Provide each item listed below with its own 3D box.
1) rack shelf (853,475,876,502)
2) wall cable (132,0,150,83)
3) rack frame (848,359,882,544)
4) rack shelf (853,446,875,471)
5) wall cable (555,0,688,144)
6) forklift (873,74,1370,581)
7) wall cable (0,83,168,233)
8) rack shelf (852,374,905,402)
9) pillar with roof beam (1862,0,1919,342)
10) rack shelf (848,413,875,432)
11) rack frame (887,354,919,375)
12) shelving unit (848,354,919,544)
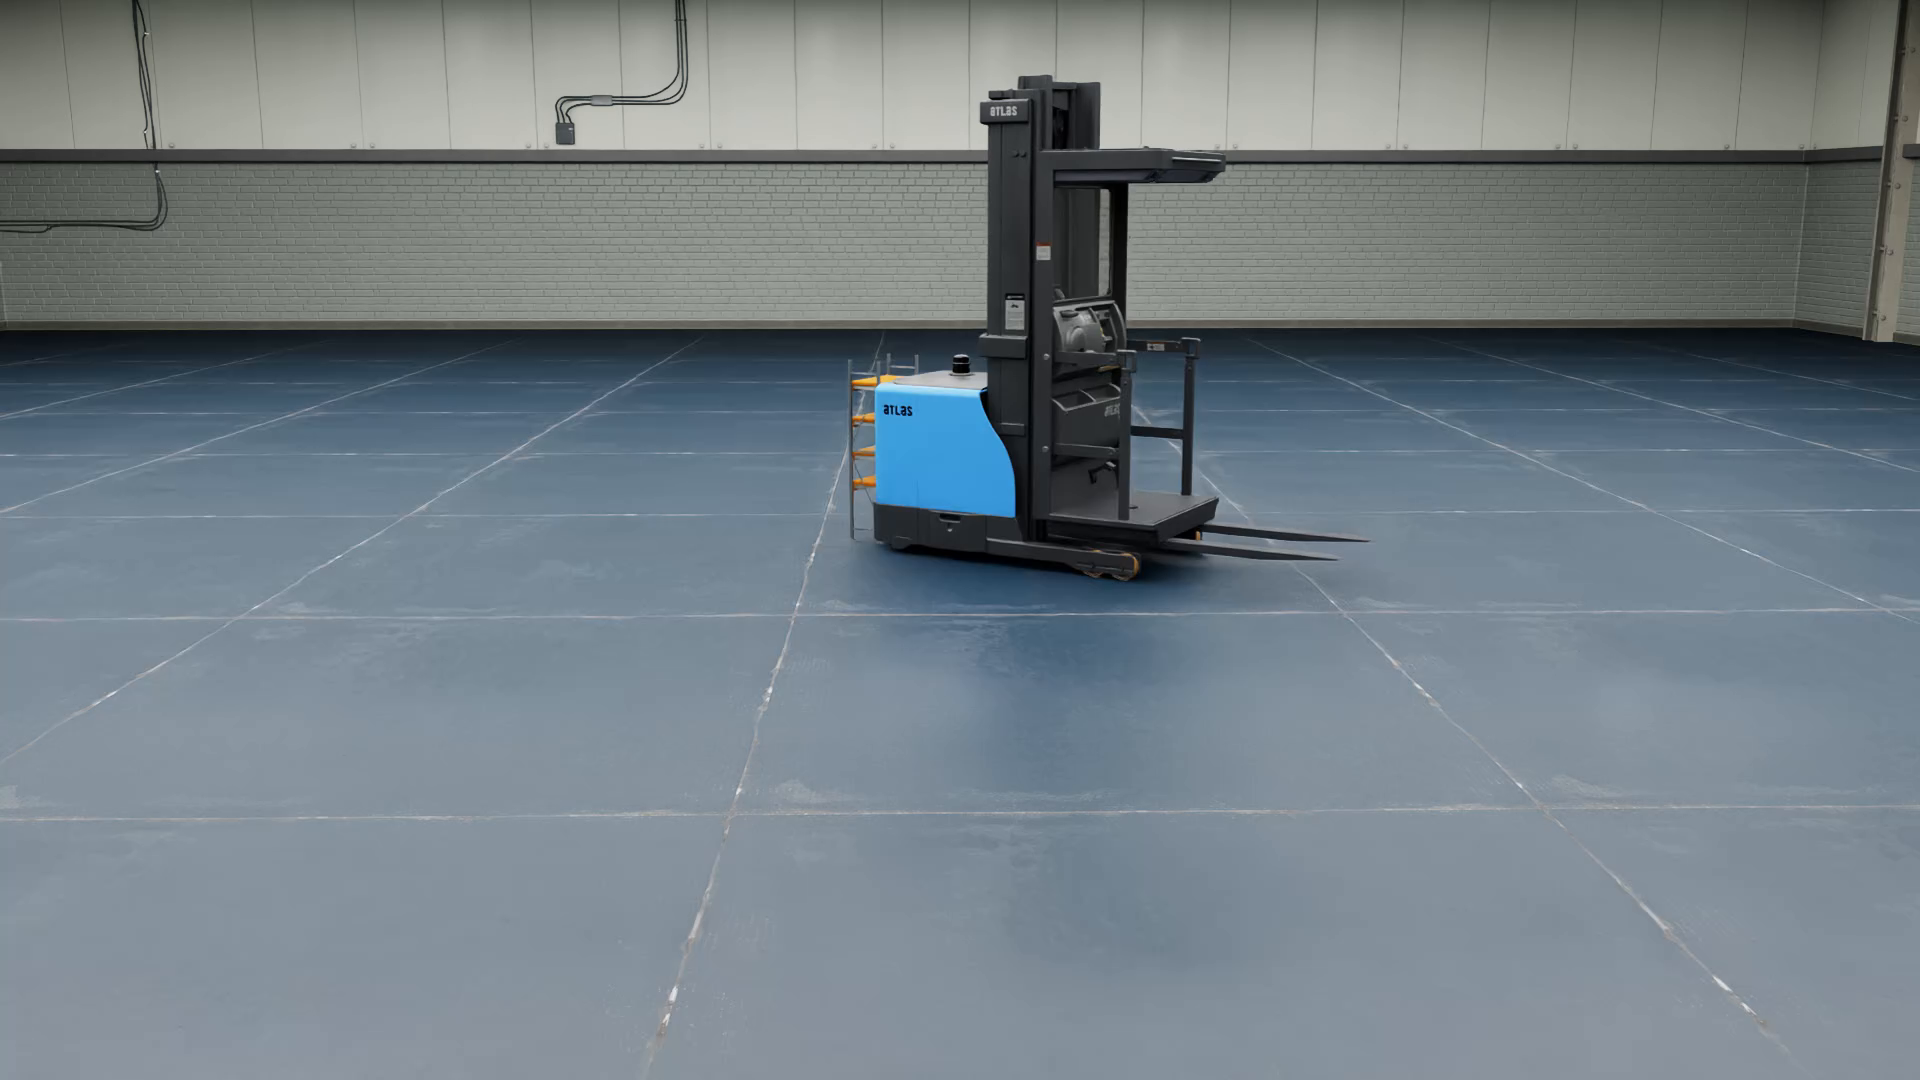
[{"bbox_3d":[-0.502,-0.354,11.125,0.258,0.148,0.480,6,13,28],"label":"rack shelf"},{"bbox_3d":[-12.619,-9.070,28.243,3.097,2.526,0.112,0,11,-1],"label":"wall cable"},{"bbox_3d":[-0.621,-0.572,10.863,0.240,1.200,0.015,6,13,28],"label":"rack frame"},{"bbox_3d":[-0.502,-0.549,11.086,0.258,0.148,0.480,6,13,28],"label":"rack shelf"},{"bbox_3d":[-5.832,-9.808,28.220,2.305,6.003,0.169,0,11,-1],"label":"wall cable"},{"bbox_3d":[0.979,-1.314,10.165,3.031,2.935,1.130,6,13,29],"label":"forklift"},{"bbox_3d":[-15.323,-6.584,28.690,3.097,2.526,0.112,0,11,-1],"label":"wall cable"},{"bbox_3d":[-0.502,-1.000,10.994,0.258,0.148,0.480,6,13,28],"label":"rack shelf"},{"bbox_3d":[10.605,-7.627,26.019,9.100,9.000,0.400,0,11,-1],"label":"pillar with roof beam"},{"bbox_3d":[-0.502,-0.768,11.041,0.258,0.148,0.480,6,13,28],"label":"rack shelf"},{"bbox_3d":[-0.384,-0.657,11.282,0.240,1.200,0.015,6,13,28],"label":"rack frame"},{"bbox_3d":[-0.502,-0.615,11.072,0.258,1.200,0.503,6,13,28],"label":"shelving unit"}]
